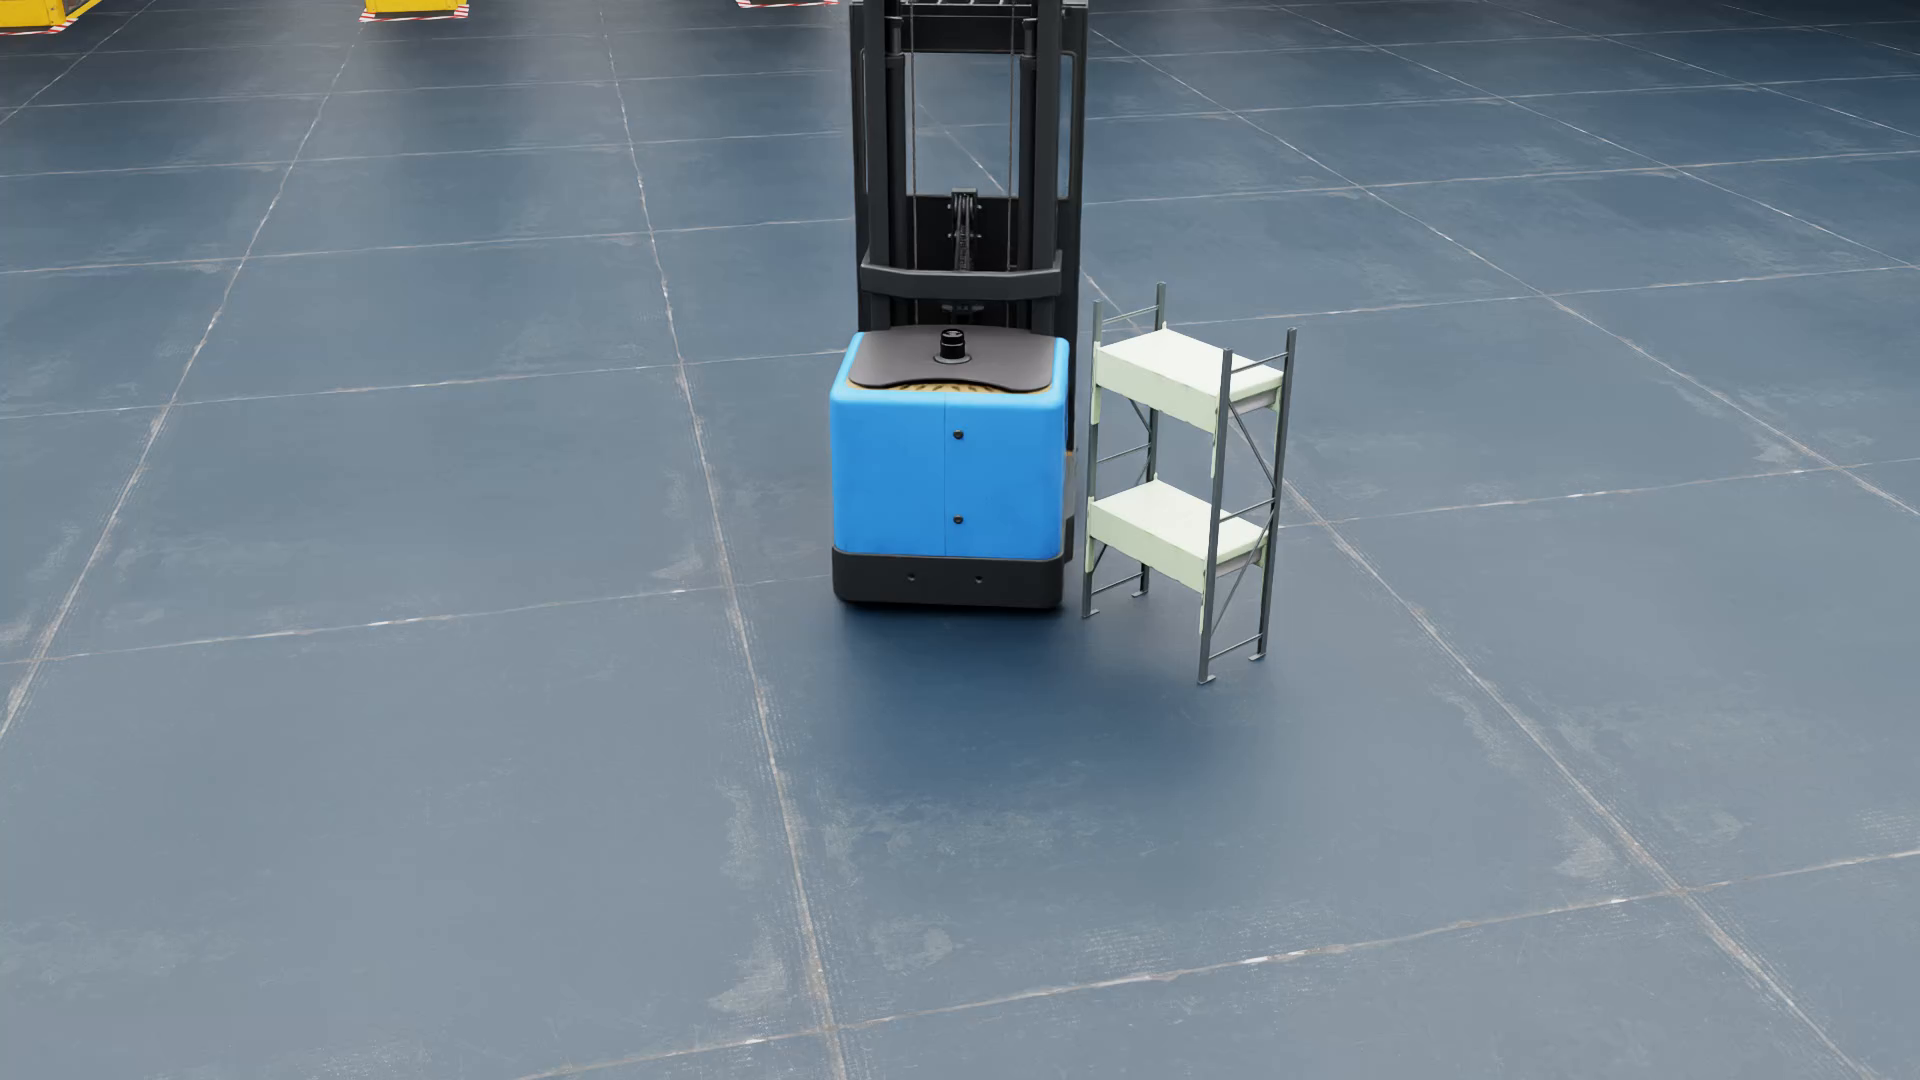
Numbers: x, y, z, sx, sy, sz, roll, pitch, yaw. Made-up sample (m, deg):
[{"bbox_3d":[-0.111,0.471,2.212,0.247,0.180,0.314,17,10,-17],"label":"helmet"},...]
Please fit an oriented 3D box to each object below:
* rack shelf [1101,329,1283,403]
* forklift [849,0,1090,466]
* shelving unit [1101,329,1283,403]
[{"bbox_3d":[0.944,-0.712,6.834,0.368,0.052,0.686,-20,33,-34],"label":"rack shelf"},{"bbox_3d":[0.099,-1.737,8.658,1.118,2.733,2.170,2,27,4],"label":"forklift"},{"bbox_3d":[0.944,-0.712,6.834,0.368,0.052,0.686,-20,33,-34],"label":"shelving unit"}]
